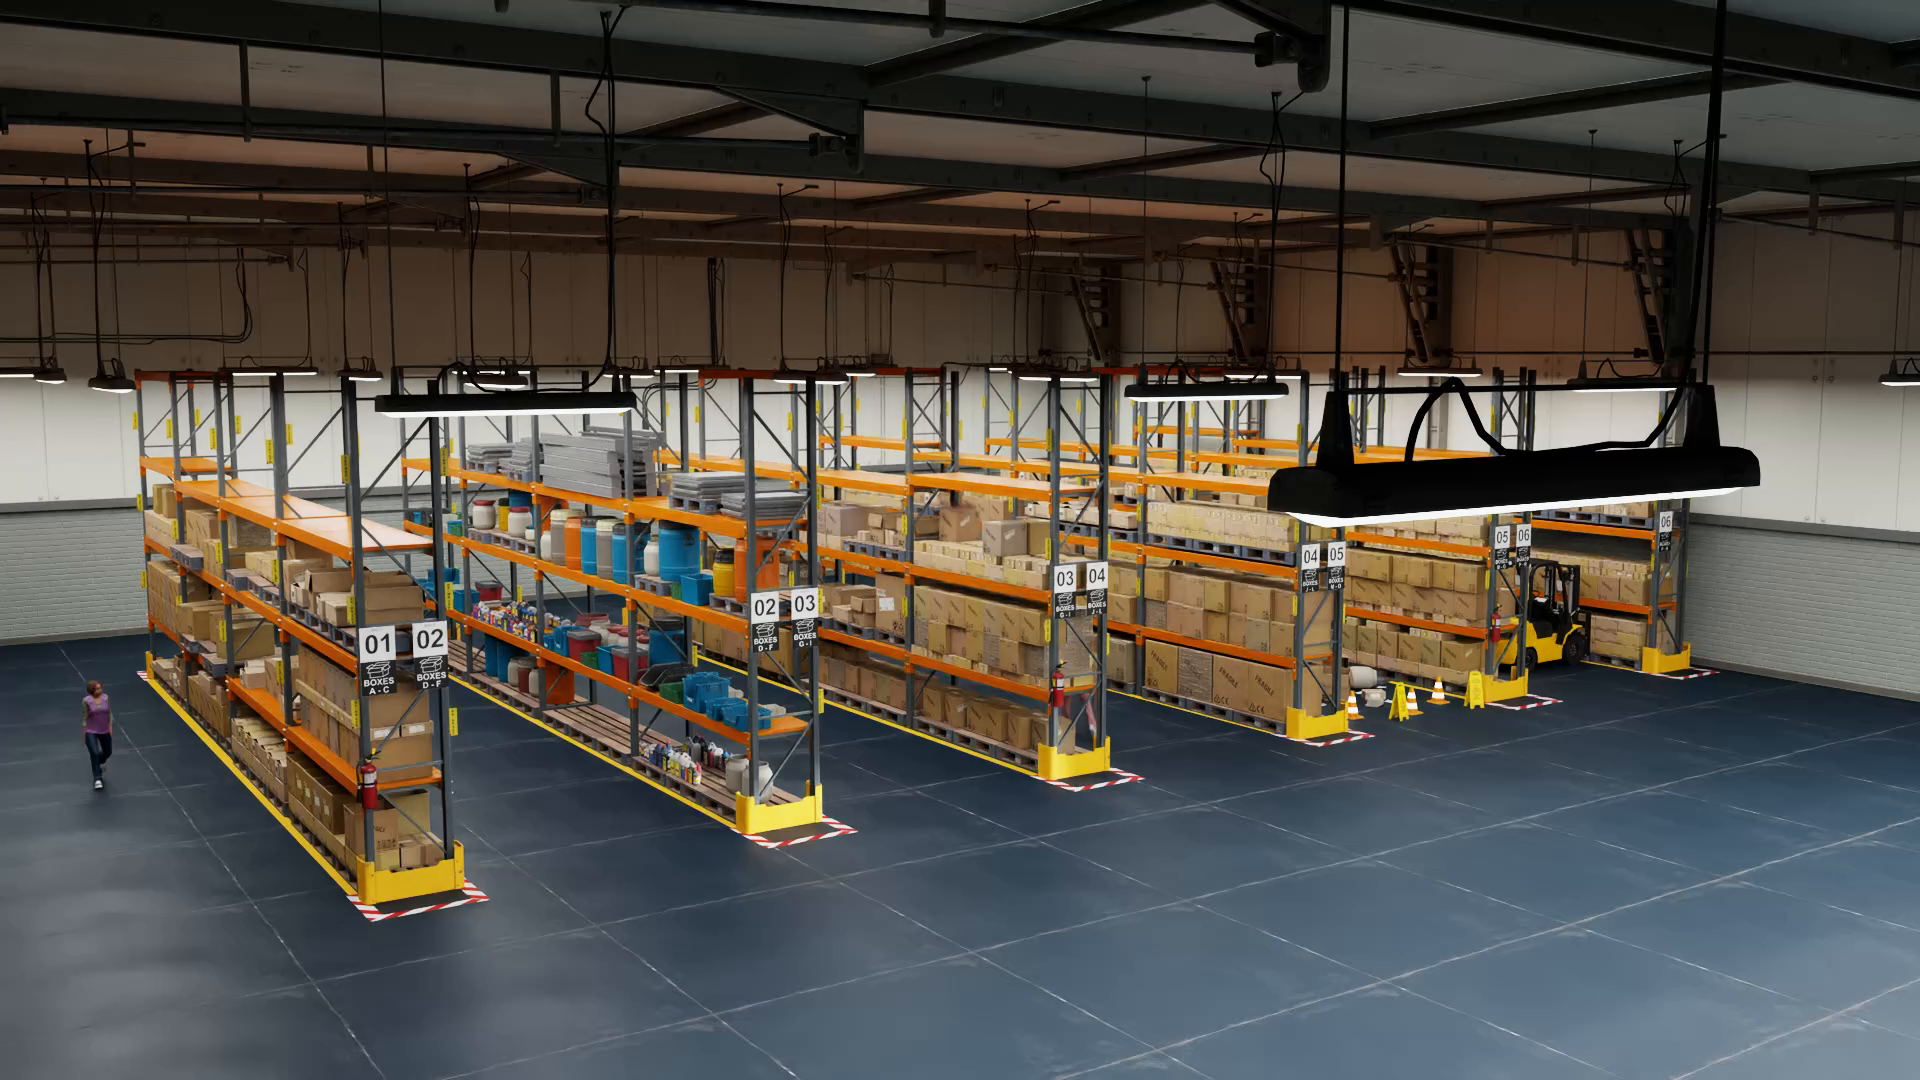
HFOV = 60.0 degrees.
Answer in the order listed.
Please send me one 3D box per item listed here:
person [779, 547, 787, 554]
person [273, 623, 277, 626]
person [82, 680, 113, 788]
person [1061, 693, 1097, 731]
[{"bbox_3d":[-4.366,0.932,40.670,0.457,1.623,0.977,3,7,21],"label":"person"},{"bbox_3d":[-15.134,1.217,37.990,1.094,1.655,0.518,-2,7,-20],"label":"person"},{"bbox_3d":[-12.630,2.794,24.341,0.410,1.568,0.710,-5,8,-36],"label":"person"},{"bbox_3d":[1.966,2.392,27.643,0.496,1.646,0.896,-2,7,-19],"label":"person"}]
